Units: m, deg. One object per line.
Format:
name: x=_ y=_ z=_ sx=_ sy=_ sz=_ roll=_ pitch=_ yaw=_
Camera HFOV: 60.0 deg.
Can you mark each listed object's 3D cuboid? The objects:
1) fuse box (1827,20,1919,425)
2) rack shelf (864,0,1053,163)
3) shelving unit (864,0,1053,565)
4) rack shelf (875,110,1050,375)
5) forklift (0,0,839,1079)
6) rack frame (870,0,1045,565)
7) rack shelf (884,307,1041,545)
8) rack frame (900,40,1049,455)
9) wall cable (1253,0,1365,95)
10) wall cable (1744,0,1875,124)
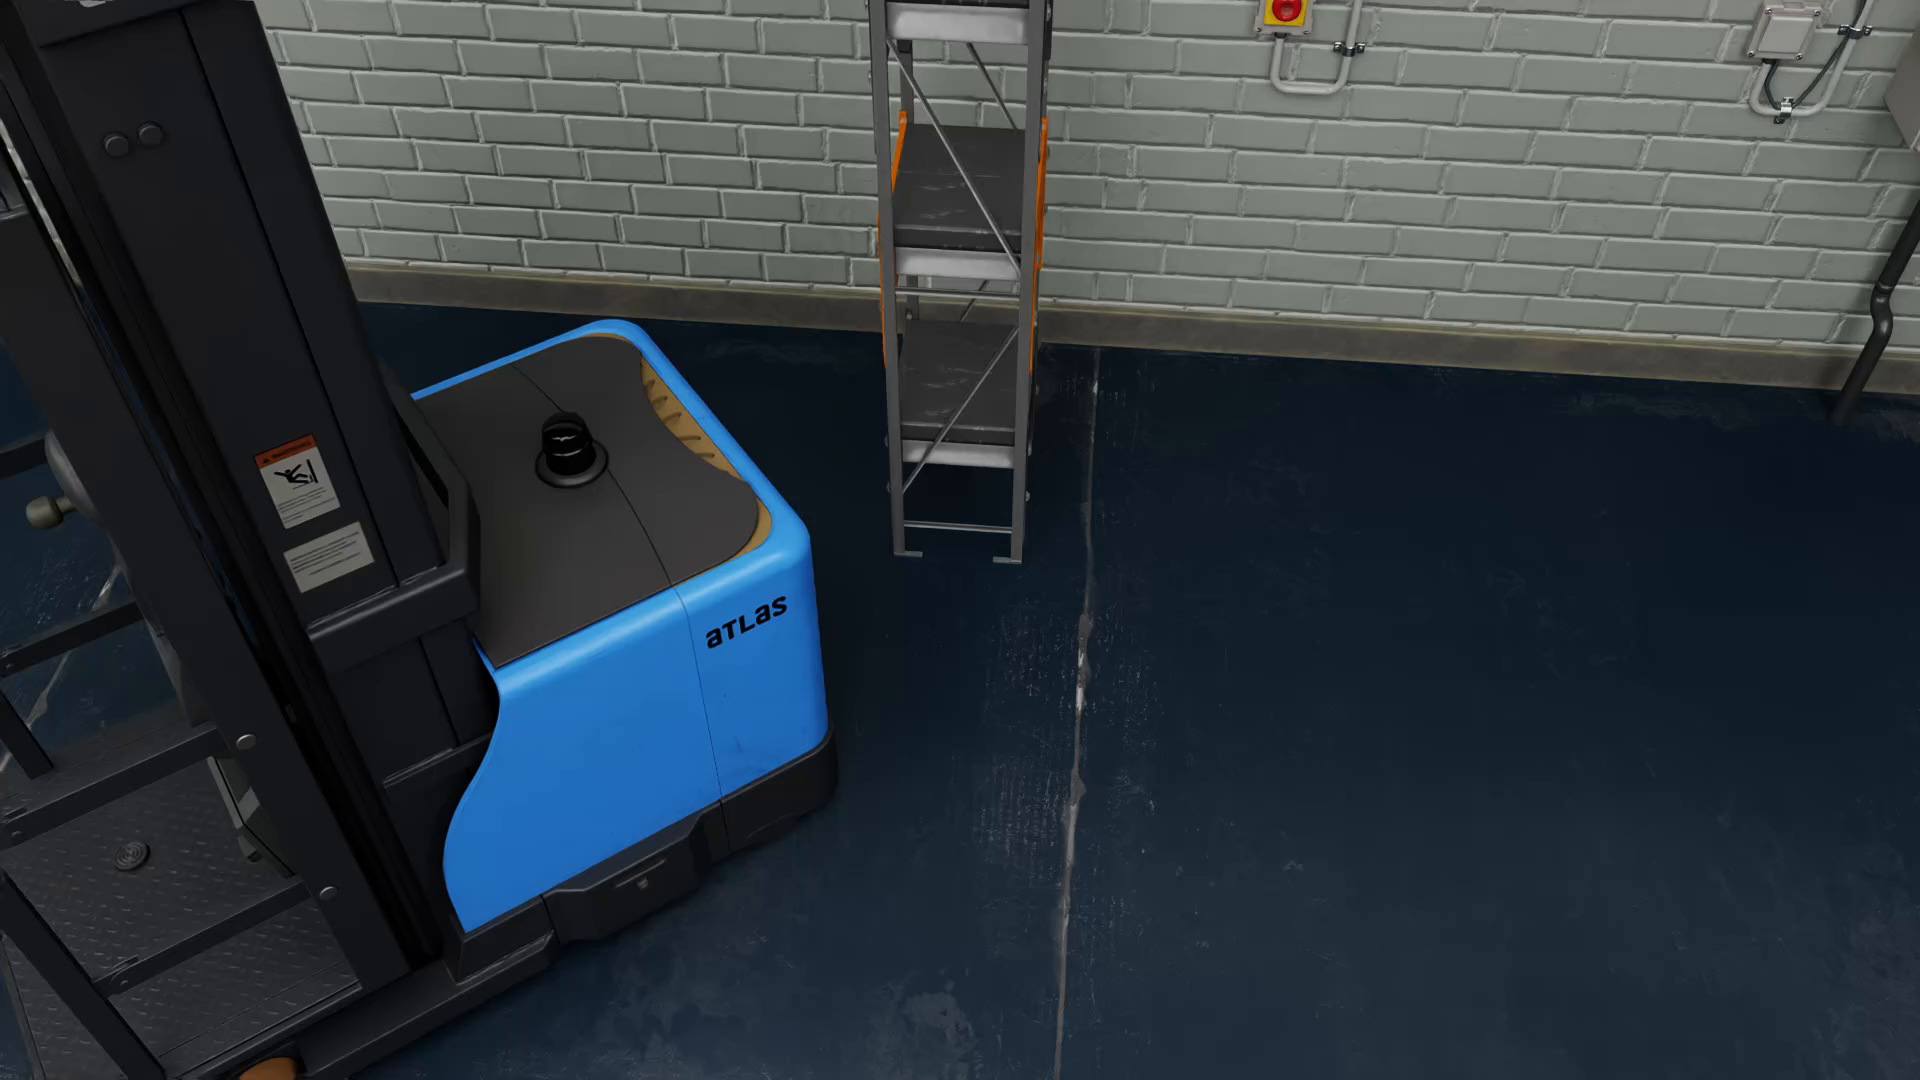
fuse box: x=2.988 y=-0.963 z=4.971 sx=0.539 sy=1.711 sz=0.414 roll=4 pitch=48 yaw=4
rack shelf: x=0.015 y=-1.294 z=4.080 sx=0.431 sy=0.518 sz=0.480 roll=4 pitch=48 yaw=4
shelving unit: x=0.015 y=-0.830 z=4.586 sx=0.431 sy=2.100 sz=0.503 roll=4 pitch=48 yaw=4
rack shelf: x=0.015 y=-0.821 z=4.597 sx=0.431 sy=0.518 sz=0.480 roll=4 pitch=48 yaw=4
forklift: x=-1.841 y=0.034 z=3.233 sx=3.031 sy=2.935 sz=1.130 roll=-26 pitch=53 yaw=-22
rack frame: x=-0.007 y=-0.651 z=4.422 sx=0.400 sy=2.100 sz=0.015 roll=4 pitch=48 yaw=4
rack shelf: x=0.015 y=-0.349 z=5.113 sx=0.431 sy=0.518 sz=0.480 roll=4 pitch=48 yaw=4
rack frame: x=0.037 y=-1.010 z=4.750 sx=0.400 sy=2.100 sz=0.015 roll=4 pitch=48 yaw=4
wall cable: x=0.909 y=-2.000 z=4.337 sx=0.585 sy=1.953 sz=0.123 roll=4 pitch=48 yaw=4
wall cable: x=2.322 y=-1.903 z=4.269 sx=0.588 sy=1.984 sz=0.122 roll=4 pitch=48 yaw=4
